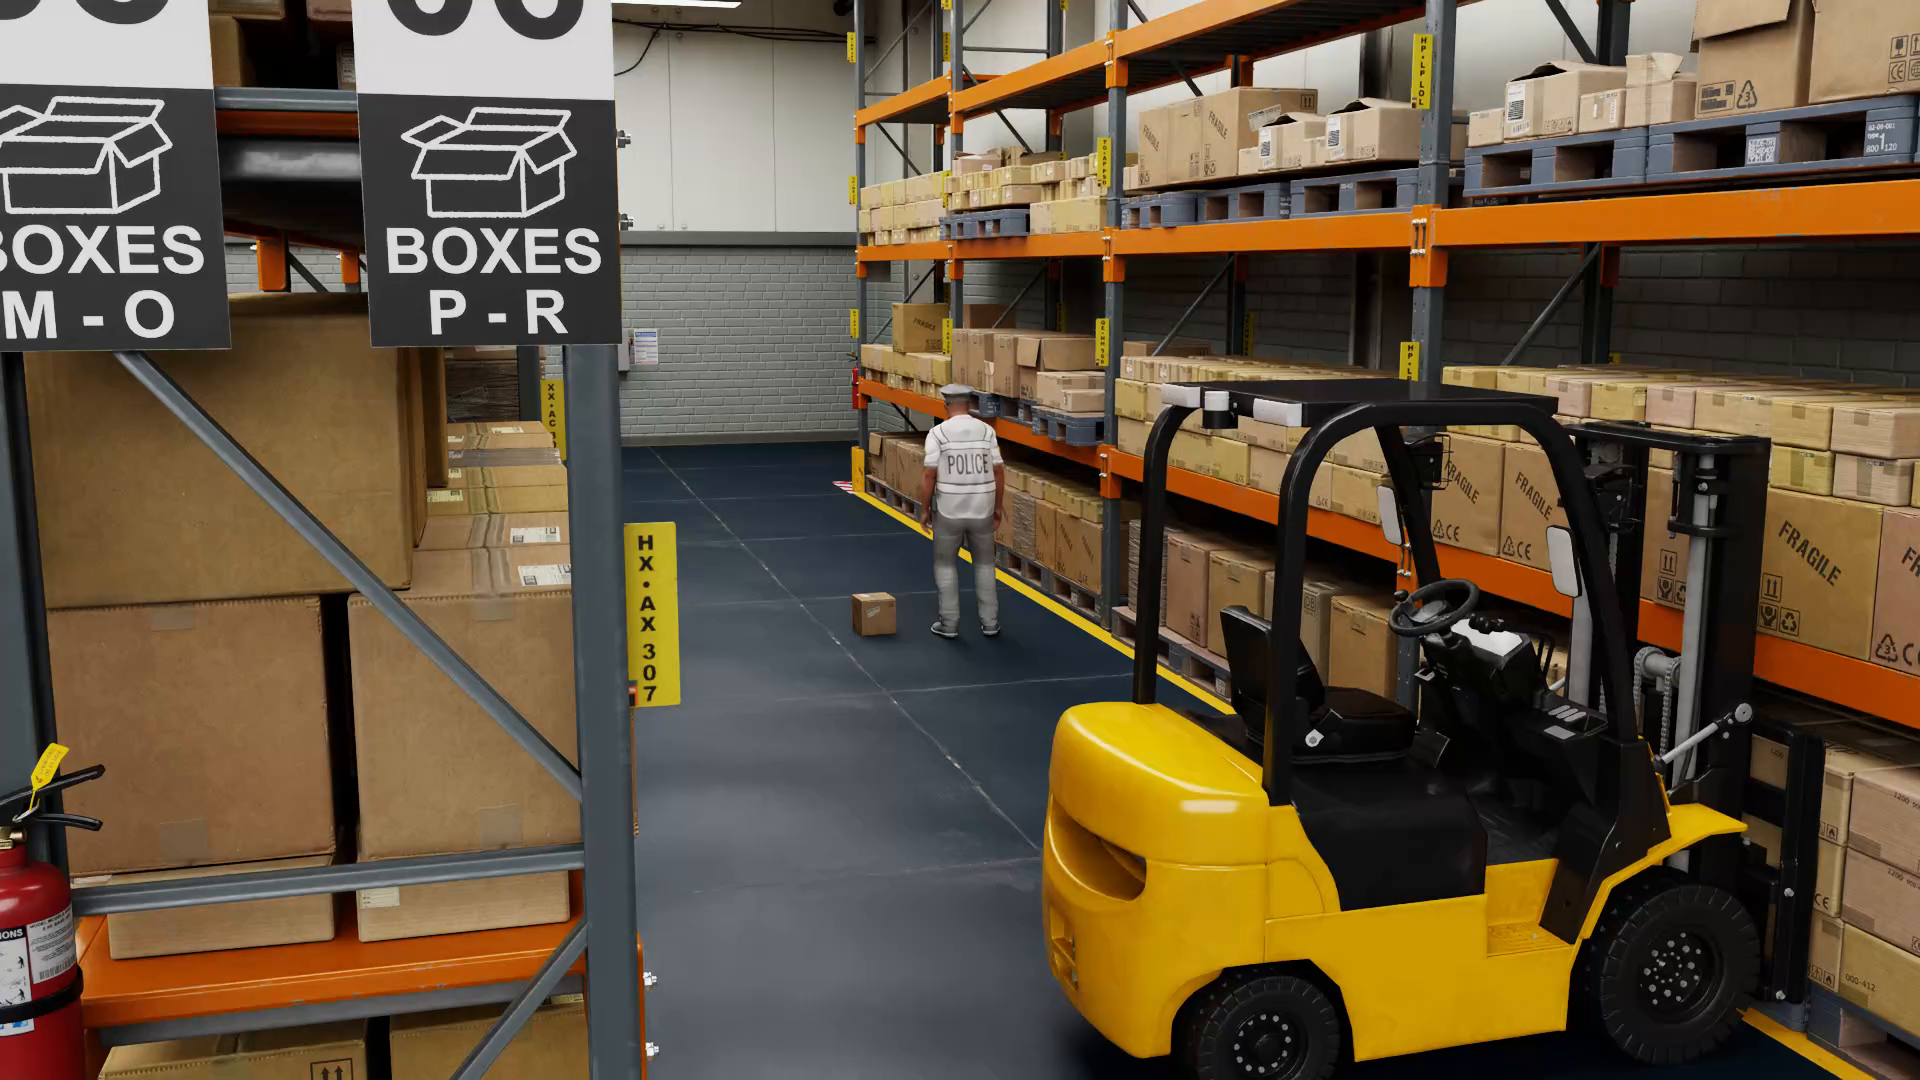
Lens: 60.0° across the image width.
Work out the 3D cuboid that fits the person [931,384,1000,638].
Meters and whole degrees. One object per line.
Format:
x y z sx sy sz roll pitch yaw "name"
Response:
0.057 -0.206 11.621 0.500 1.748 0.331 -2 9 -14 "person"
